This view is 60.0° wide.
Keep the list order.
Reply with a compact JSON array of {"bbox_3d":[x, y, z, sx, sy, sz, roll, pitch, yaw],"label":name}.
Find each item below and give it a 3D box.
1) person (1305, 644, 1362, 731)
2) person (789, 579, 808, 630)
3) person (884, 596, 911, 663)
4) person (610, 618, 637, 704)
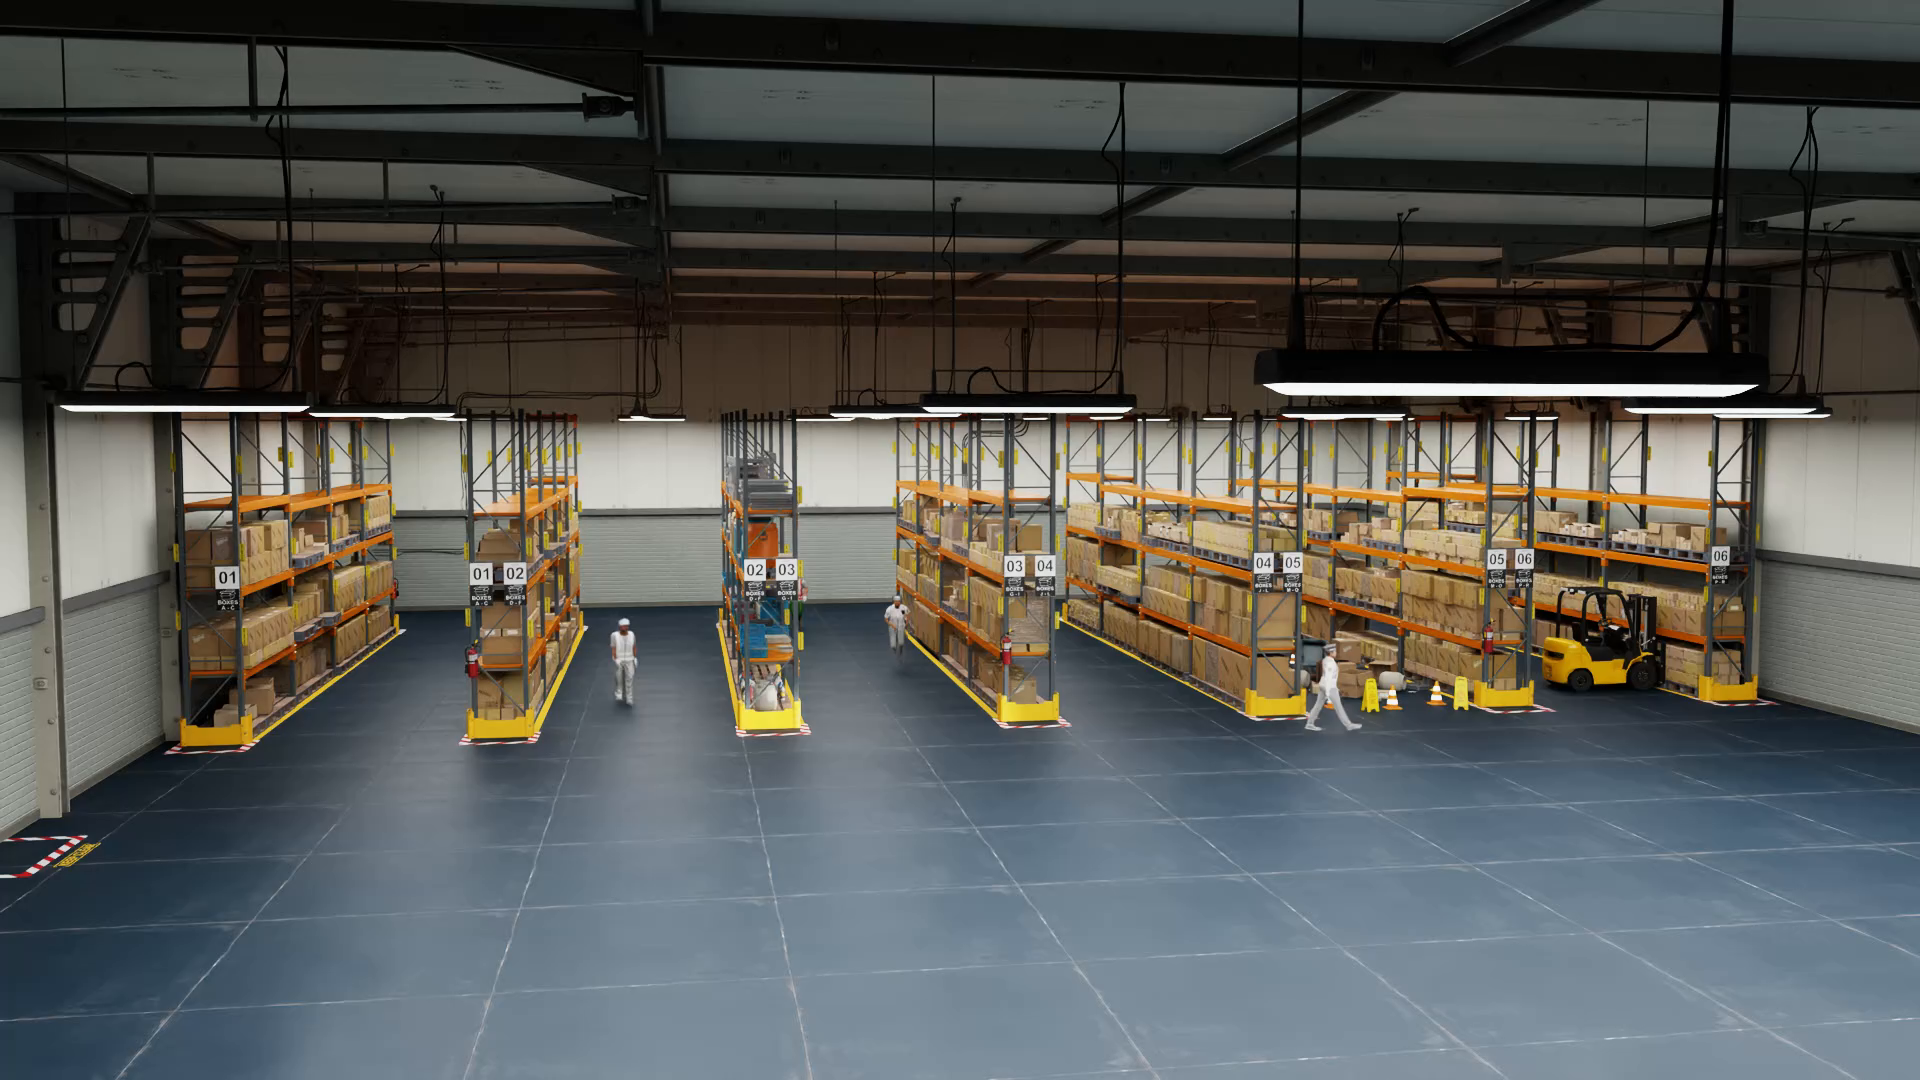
[{"bbox_3d":[6.916,2.732,30.860,0.991,1.622,0.522,-1,4,-9],"label":"person"},{"bbox_3d":[-4.554,1.668,46.157,0.669,1.686,0.634,0,4,-1],"label":"person"},{"bbox_3d":[-1.452,2.084,38.796,0.611,1.601,0.754,0,4,0],"label":"person"},{"bbox_3d":[-6.855,2.467,34.041,0.574,1.725,0.995,-2,4,-23],"label":"person"}]
